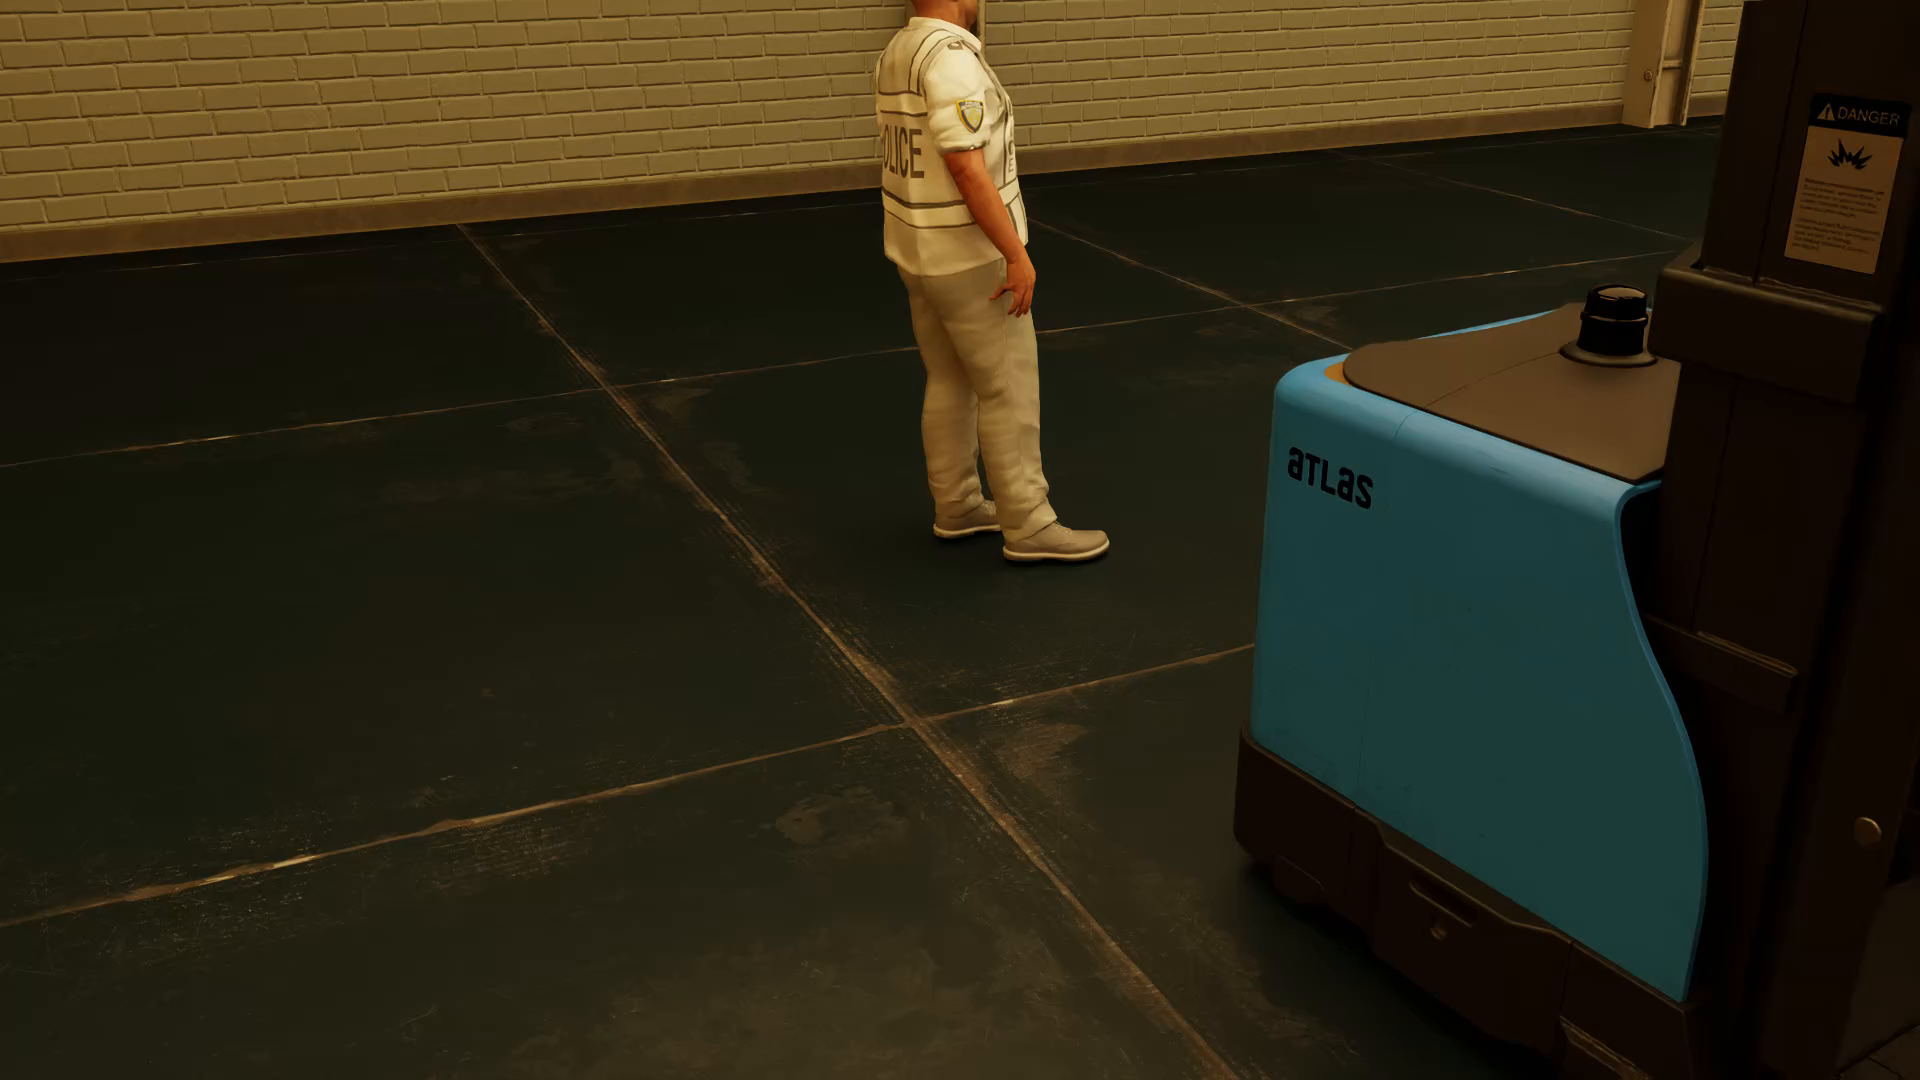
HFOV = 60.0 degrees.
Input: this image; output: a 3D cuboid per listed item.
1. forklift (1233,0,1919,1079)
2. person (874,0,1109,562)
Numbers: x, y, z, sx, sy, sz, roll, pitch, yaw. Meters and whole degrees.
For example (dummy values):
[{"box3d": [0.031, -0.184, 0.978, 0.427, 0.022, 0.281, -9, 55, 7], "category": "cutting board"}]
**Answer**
[{"box3d": [1.788, -0.309, 2.030, 1.130, 2.935, 3.031, -14, 26, -30], "category": "forklift"}, {"box3d": [0.076, -0.839, 4.783, 0.574, 1.780, 0.641, -10, 25, -23], "category": "person"}]
